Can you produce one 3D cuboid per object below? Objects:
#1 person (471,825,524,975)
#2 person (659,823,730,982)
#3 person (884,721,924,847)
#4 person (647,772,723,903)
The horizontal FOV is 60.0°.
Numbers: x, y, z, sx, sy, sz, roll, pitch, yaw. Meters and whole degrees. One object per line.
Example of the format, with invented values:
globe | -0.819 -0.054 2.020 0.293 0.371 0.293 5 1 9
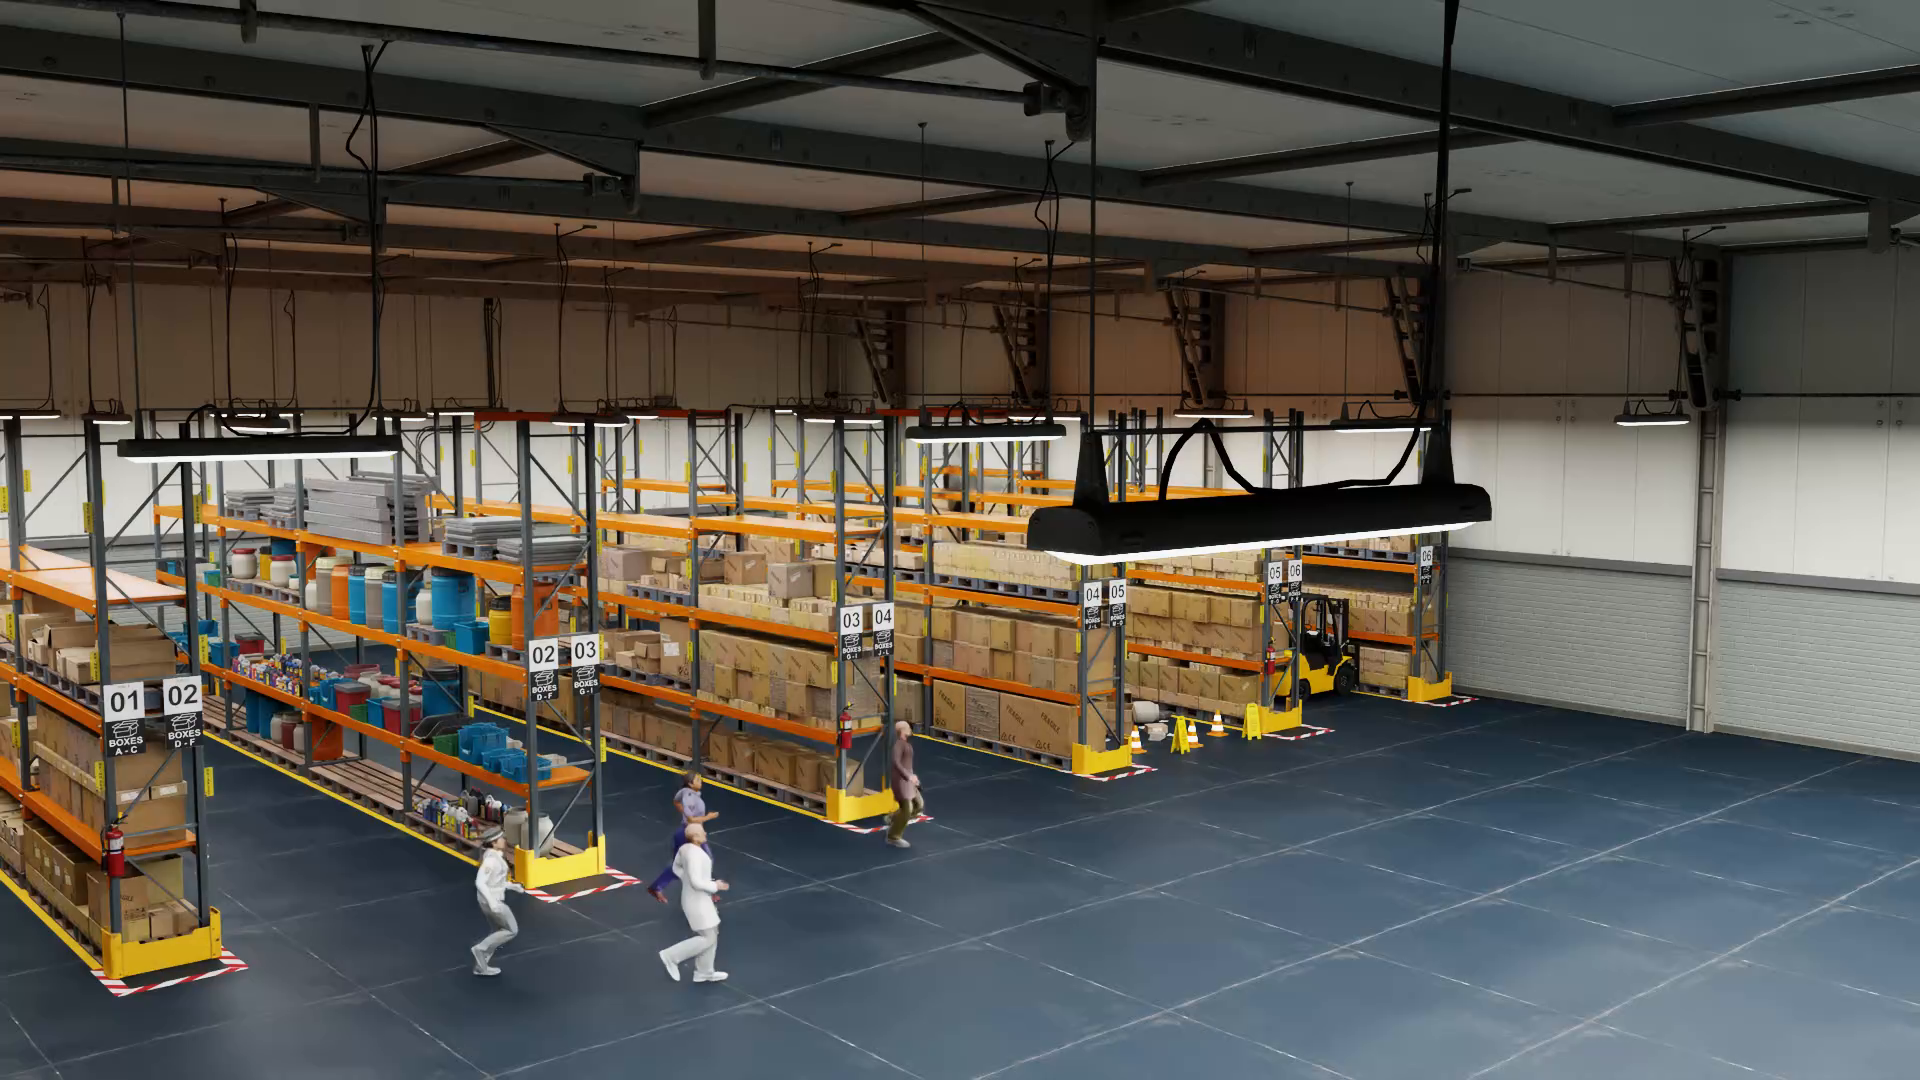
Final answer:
person | -5.041 3.921 18.116 0.576 1.643 0.600 -1 5 -17
person | -2.864 3.893 17.828 0.754 1.739 0.713 -2 5 -20
person | -0.791 3.422 23.502 0.562 1.726 0.772 1 5 7
person | -3.417 3.705 20.633 0.909 1.687 0.612 0 5 -3
